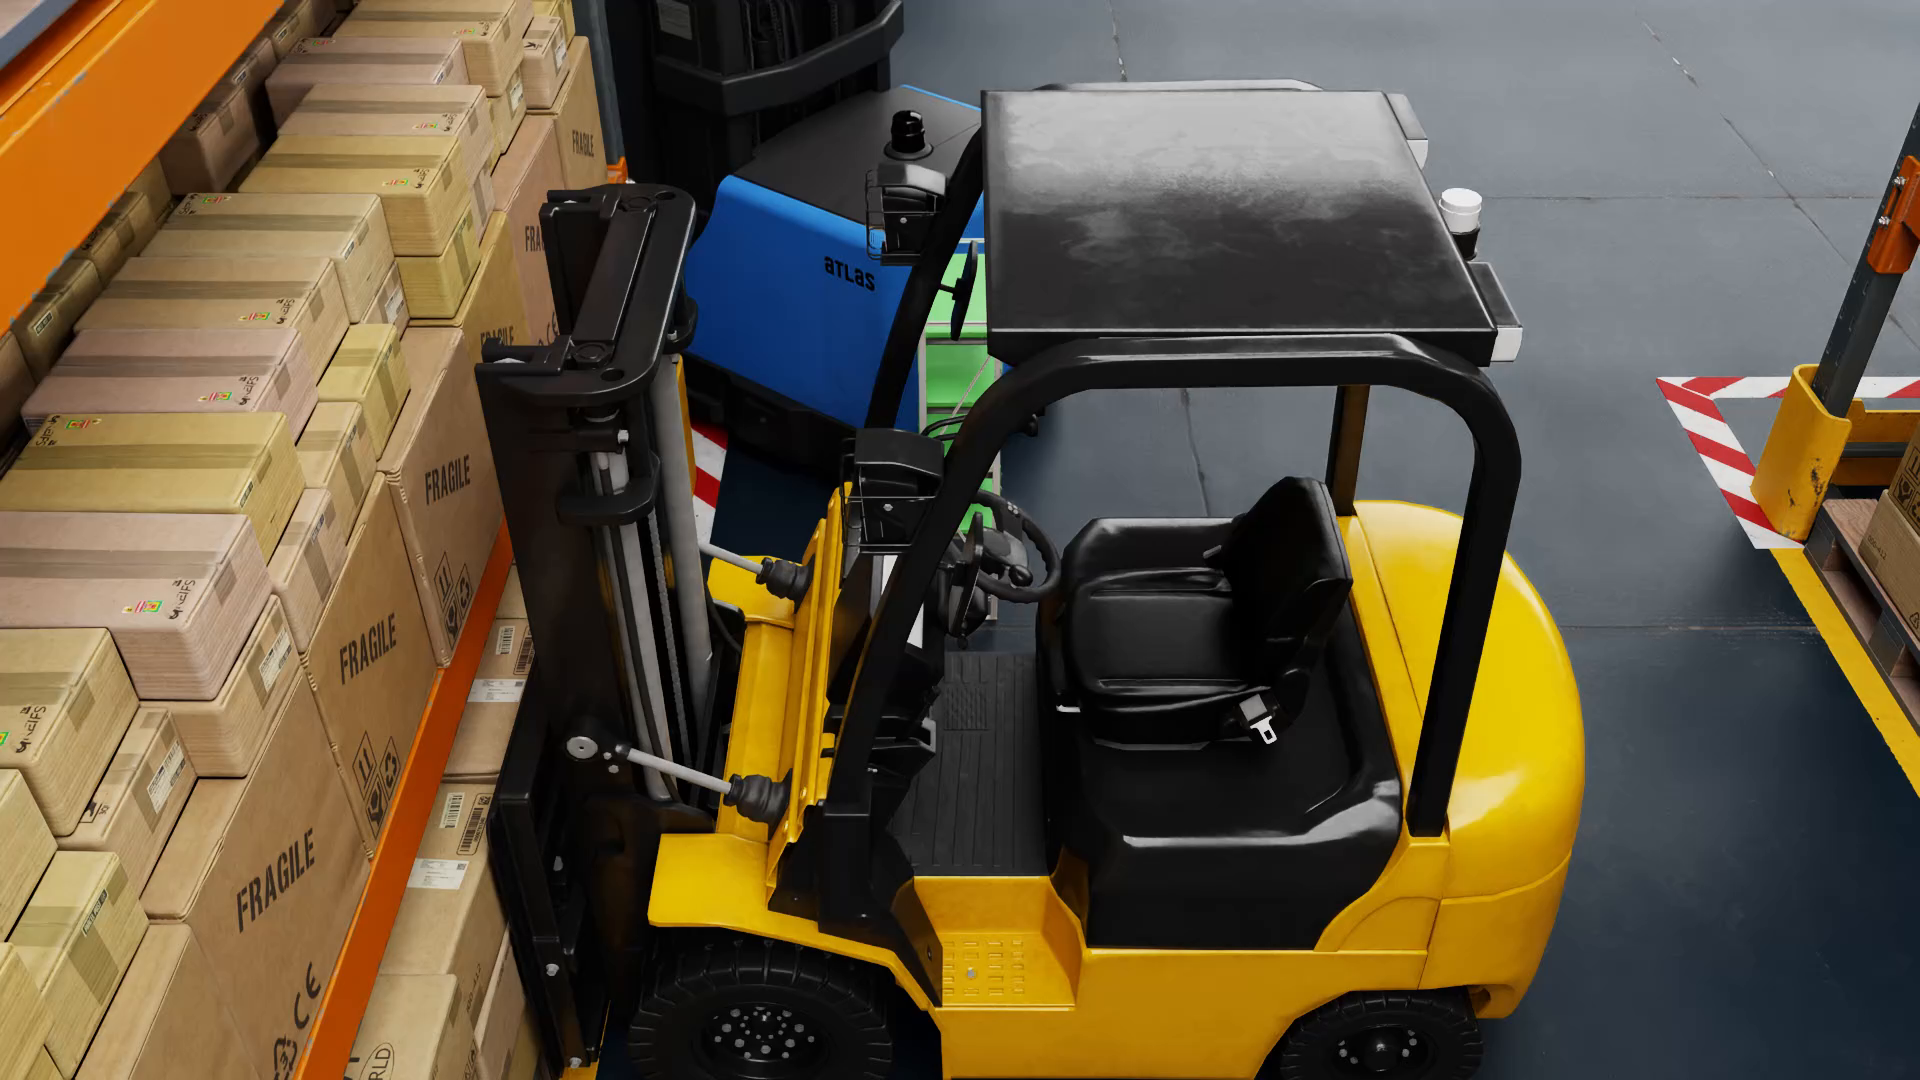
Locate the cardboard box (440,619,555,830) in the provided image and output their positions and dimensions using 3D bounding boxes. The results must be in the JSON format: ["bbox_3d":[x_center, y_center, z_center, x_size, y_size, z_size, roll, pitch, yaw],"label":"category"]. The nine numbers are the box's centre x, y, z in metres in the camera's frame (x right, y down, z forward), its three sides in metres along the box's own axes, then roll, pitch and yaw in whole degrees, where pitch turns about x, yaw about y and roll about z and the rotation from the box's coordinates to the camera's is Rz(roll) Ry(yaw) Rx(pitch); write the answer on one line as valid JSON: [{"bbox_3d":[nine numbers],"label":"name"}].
[{"bbox_3d":[-1.218,0.441,3.865,0.500,0.250,0.500,-1,39,-1],"label":"cardboard box"}]

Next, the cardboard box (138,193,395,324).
[{"bbox_3d":[-1.322,-0.543,3.192,0.380,0.149,0.250,0,39,1],"label":"cardboard box"}]

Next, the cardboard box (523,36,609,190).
[{"bbox_3d":[-1.278,-1.049,4.581,0.500,0.500,0.500,-1,39,-1],"label":"cardboard box"}]

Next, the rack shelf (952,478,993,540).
[{"bbox_3d":[0.000,-0.128,5.436,0.258,0.148,0.480,0,39,0],"label":"rack shelf"}]

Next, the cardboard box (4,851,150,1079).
[{"bbox_3d":[-1.275,0.530,2.091,0.380,0.149,0.250,1,39,1],"label":"cardboard box"}]

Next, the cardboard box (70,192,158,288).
[{"bbox_3d":[-1.781,-0.548,3.199,0.380,0.149,0.250,0,39,0],"label":"cardboard box"}]

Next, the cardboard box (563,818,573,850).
[{"bbox_3d":[-1.219,0.834,4.174,0.500,0.250,0.500,1,39,1],"label":"cardboard box"}]

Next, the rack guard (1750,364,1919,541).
[{"bbox_3d":[3.423,-0.301,5.725,1.175,0.500,0.348,0,39,0],"label":"rack guard"}]

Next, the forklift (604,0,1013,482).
[{"bbox_3d":[-1.061,-2.027,5.935,3.031,2.935,1.130,26,45,28],"label":"forklift"}]

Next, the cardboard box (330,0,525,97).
[{"bbox_3d":[-1.271,-1.184,3.993,0.380,0.149,0.250,1,39,1],"label":"cardboard box"}]

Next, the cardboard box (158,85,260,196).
[{"bbox_3d":[-1.762,-0.867,3.597,0.380,0.149,0.250,1,39,1],"label":"cardboard box"}]

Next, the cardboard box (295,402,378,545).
[{"bbox_3d":[-1.246,-0.108,2.888,0.380,0.149,0.250,-1,39,-1],"label":"cardboard box"}]

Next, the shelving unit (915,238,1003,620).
[{"bbox_3d":[0.000,-0.365,5.246,0.258,1.200,0.503,0,39,0],"label":"shelving unit"}]

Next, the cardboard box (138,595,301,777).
[{"bbox_3d":[-1.230,0.213,2.487,0.380,0.149,0.250,1,39,1],"label":"cardboard box"}]

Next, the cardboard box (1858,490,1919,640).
[{"bbox_3d":[3.147,0.090,5.102,0.500,0.250,0.500,0,39,0],"label":"cardboard box"}]

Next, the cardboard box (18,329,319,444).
[{"bbox_3d":[-1.321,-0.230,2.801,0.380,0.149,0.250,0,39,0],"label":"cardboard box"}]

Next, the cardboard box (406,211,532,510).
[{"bbox_3d":[-1.285,-0.404,3.776,0.500,0.500,0.500,-1,39,-1],"label":"cardboard box"}]

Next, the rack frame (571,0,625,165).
[{"bbox_3d":[-1.541,-1.318,4.996,1.000,3.000,0.127,0,39,0],"label":"rack frame"}]

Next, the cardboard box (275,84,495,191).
[{"bbox_3d":[-1.234,-0.866,3.595,0.380,0.149,0.250,1,39,1],"label":"cardboard box"}]

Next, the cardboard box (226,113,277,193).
[{"bbox_3d":[-1.802,-0.917,3.897,0.380,0.149,0.250,-1,39,-2],"label":"cardboard box"}]

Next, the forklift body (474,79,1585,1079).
[{"bbox_3d":[0.286,0.198,3.783,2.313,2.155,1.214,0,39,0],"label":"forklift body"}]

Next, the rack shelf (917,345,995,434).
[{"bbox_3d":[0.000,-0.502,5.135,0.258,0.148,0.480,0,39,0],"label":"rack shelf"}]

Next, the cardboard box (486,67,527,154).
[{"bbox_3d":[-1.291,-1.071,4.089,0.380,0.149,0.250,1,39,1],"label":"cardboard box"}]

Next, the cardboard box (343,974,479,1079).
[{"bbox_3d":[-1.213,1.080,3.067,0.500,0.250,0.500,0,39,0],"label":"cardboard box"}]

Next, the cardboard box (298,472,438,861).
[{"bbox_3d":[-1.294,0.225,2.991,0.500,0.500,0.500,0,39,0],"label":"cardboard box"}]

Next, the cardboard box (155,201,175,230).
[{"bbox_3d":[-1.869,-0.593,3.493,0.380,0.149,0.250,1,39,2],"label":"cardboard box"}]

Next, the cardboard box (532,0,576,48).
[{"bbox_3d":[-1.260,-1.393,4.491,0.380,0.149,0.250,0,39,1],"label":"cardboard box"}]

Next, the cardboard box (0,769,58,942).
[{"bbox_3d":[-1.348,0.412,2.000,0.380,0.149,0.250,1,39,1],"label":"cardboard box"}]

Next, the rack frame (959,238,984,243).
[{"bbox_3d":[0.000,-0.517,5.436,0.240,1.200,0.015,0,39,0],"label":"rack frame"}]

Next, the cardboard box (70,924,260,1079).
[{"bbox_3d":[-1.276,0.867,2.189,0.500,0.500,0.500,-1,39,-1],"label":"cardboard box"}]

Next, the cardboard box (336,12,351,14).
[{"bbox_3d":[-1.800,-1.397,4.497,0.380,0.149,0.250,-1,39,-1],"label":"cardboard box"}]

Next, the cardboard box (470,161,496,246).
[{"bbox_3d":[-1.255,-0.749,3.687,0.380,0.149,0.250,-1,39,-2],"label":"cardboard box"}]

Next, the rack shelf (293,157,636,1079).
[{"bbox_3d":[-1.538,0.214,3.660,1.077,0.370,4.000,0,39,0],"label":"rack shelf"}]

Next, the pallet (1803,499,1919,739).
[{"bbox_3d":[3.389,0.320,5.182,1.003,0.211,1.213,0,39,0],"label":"pallet"}]

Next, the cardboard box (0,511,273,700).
[{"bbox_3d":[-1.237,0.092,2.400,0.380,0.149,0.250,1,39,1],"label":"cardboard box"}]

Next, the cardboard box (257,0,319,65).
[{"bbox_3d":[-1.773,-1.187,3.996,0.380,0.149,0.250,1,39,1],"label":"cardboard box"}]

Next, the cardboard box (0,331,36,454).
[{"bbox_3d":[-1.808,-0.225,2.795,0.380,0.149,0.250,0,39,-1],"label":"cardboard box"}]

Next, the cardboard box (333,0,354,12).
[{"bbox_3d":[-1.754,-1.516,4.406,0.380,0.149,0.250,-1,39,-1],"label":"cardboard box"}]

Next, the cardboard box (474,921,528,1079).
[{"bbox_3d":[-1.220,0.966,3.609,0.500,0.250,0.500,0,39,0],"label":"cardboard box"}]

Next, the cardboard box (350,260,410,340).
[{"bbox_3d":[-1.324,-0.435,3.295,0.380,0.149,0.250,0,39,0],"label":"cardboard box"}]
